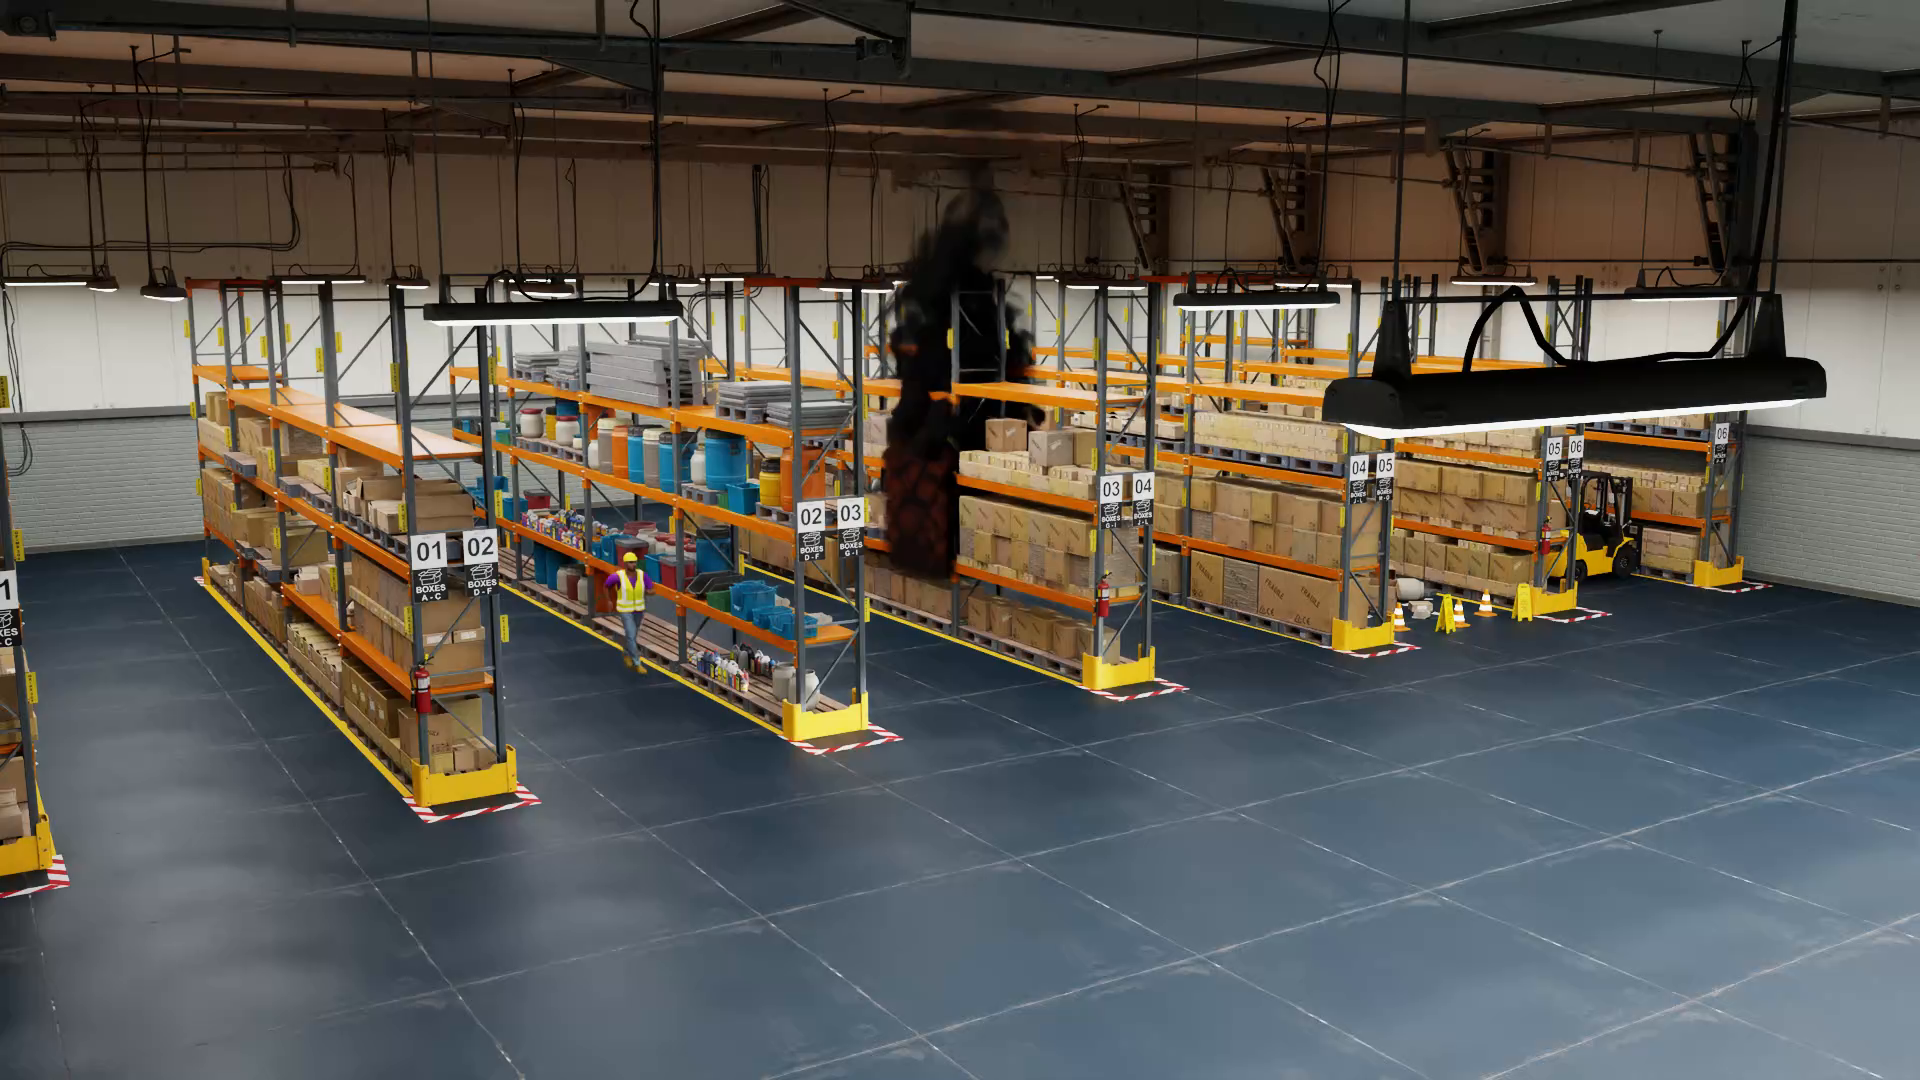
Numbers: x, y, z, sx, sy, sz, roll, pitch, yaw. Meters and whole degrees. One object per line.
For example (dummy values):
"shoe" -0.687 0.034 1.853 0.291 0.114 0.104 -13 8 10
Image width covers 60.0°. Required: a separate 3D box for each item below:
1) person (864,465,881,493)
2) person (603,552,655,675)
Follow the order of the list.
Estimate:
"person" -2.025 -1.573 42.117 0.849 1.802 0.727 -7 12 -37
"person" -4.840 1.075 24.539 0.701 1.817 0.911 -7 12 -34
